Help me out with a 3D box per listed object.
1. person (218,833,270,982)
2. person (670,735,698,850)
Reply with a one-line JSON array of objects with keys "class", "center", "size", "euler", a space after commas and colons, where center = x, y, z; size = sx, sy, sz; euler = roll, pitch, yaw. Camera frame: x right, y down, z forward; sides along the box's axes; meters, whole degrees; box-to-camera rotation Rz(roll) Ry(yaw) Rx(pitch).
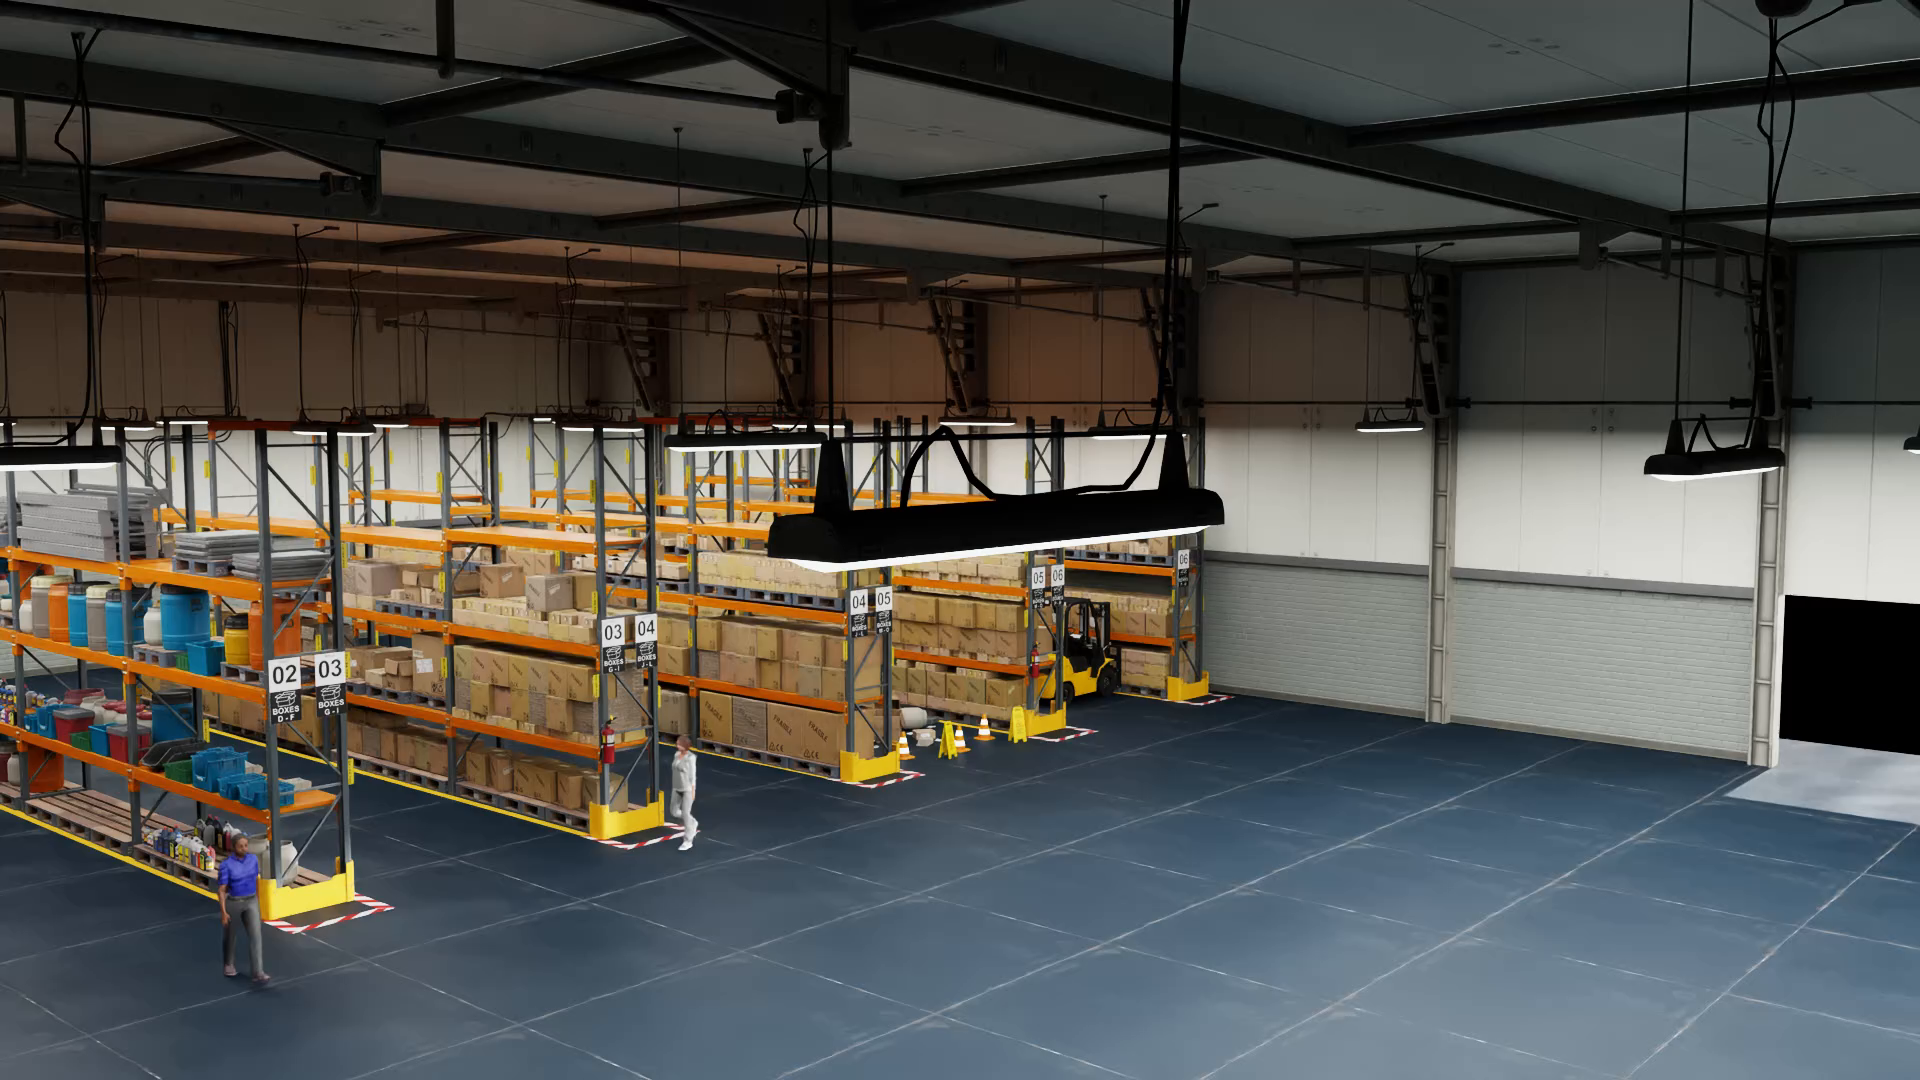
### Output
[{"class": "person", "center": [-7.832, 4.002, 18.133], "size": [0.491, 1.616, 0.930], "euler": [-4, 6, -41]}, {"class": "person", "center": [-3.883, 3.558, 23.643], "size": [0.409, 1.599, 0.567], "euler": [4, 6, 38]}]
